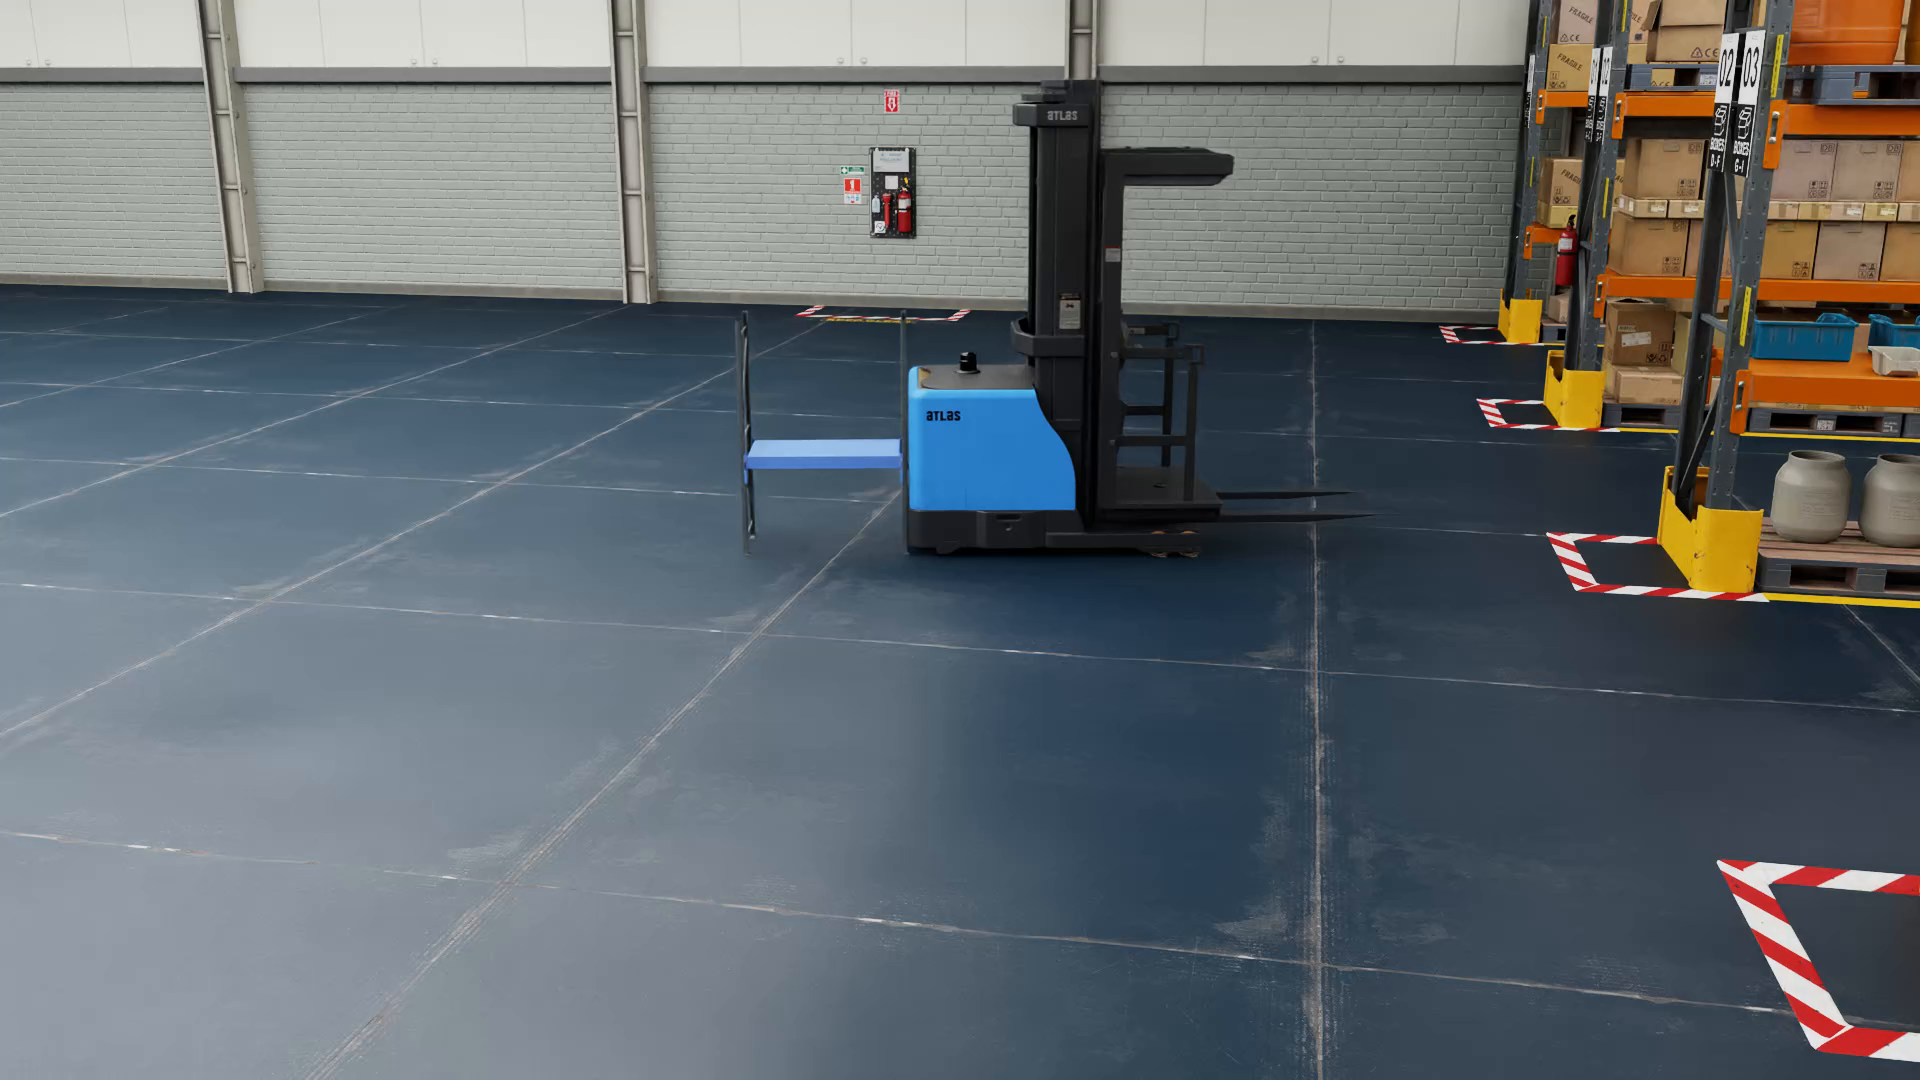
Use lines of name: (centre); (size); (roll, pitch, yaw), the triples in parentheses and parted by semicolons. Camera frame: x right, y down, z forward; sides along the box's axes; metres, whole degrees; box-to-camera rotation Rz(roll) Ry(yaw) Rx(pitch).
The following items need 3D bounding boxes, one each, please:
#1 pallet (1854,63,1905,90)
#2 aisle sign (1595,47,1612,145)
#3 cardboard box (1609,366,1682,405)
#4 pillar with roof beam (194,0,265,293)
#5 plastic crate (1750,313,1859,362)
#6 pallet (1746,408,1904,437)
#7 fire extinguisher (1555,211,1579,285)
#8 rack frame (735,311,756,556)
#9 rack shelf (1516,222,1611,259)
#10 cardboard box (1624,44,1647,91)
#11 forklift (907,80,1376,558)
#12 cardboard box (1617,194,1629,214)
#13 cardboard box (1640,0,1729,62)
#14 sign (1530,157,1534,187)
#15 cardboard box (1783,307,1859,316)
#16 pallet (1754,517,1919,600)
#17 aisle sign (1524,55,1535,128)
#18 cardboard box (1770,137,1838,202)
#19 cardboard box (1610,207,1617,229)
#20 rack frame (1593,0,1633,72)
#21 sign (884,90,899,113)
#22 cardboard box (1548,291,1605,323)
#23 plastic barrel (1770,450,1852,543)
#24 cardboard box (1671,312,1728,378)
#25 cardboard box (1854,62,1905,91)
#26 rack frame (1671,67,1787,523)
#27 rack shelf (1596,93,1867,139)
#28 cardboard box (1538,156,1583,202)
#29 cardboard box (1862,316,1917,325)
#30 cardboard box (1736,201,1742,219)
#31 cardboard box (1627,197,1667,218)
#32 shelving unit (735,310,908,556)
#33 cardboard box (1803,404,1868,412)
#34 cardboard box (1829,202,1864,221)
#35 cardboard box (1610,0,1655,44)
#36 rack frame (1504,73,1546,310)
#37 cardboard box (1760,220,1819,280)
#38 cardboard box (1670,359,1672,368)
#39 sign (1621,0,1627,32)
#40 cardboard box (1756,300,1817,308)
pallet: (7.446, -3.869, 13.886); (1.213, 0.211, 1.003); (3, 16, 11)
aisle sign: (5.434, -3.751, 14.043); (0.004, 0.787, 0.394); (3, 16, 11)
cardboard box: (6.040, -1.365, 14.664); (0.500, 0.250, 0.500); (3, 16, 11)
pillar with roof beam: (-11.096, -6.782, 18.618); (0.400, 9.000, 9.100); (3, 16, 11)
plastic crate: (5.118, -1.259, 10.196); (0.616, 0.251, 0.499); (3, 16, 11)
pallet: (7.509, -1.135, 14.695); (1.213, 0.211, 1.003); (3, 16, 11)
fire extinguisher: (5.536, -2.665, 15.138); (0.183, 0.674, 0.296); (3, 16, 11)
rack frame: (-1.374, -0.686, 10.659); (0.032, 1.500, 0.500); (0, 15, -1)
rack shelf: (8.502, -3.417, 19.057); (4.000, 0.370, 1.077); (3, 16, 11)
cardboard box: (7.340, -5.253, 18.492); (0.500, 0.500, 0.500); (4, 16, 15)
forklift: (1.168, -1.443, 10.711); (3.031, 2.935, 1.130); (0, 15, -1)
cardboard box: (5.972, -2.965, 14.673); (0.250, 0.149, 0.380); (3, 16, 10)
cardboard box: (6.121, -4.308, 14.063); (0.637, 0.503, 0.797); (4, 16, 15)
sign: (6.435, -4.146, 18.717); (0.005, 0.325, 0.100); (3, 16, 11)
cardboard box: (7.617, -1.786, 14.780); (0.500, 0.500, 0.500); (3, 16, 11)
pallet: (5.447, 0.101, 10.230); (1.213, 0.211, 1.003); (3, 16, 11)
aisle sign: (6.412, -5.049, 18.729); (0.004, 0.787, 0.394); (3, 16, 11)
cardboard box: (7.076, -3.164, 14.176); (0.500, 0.500, 0.700); (3, 16, 11)
cardboard box: (7.469, -3.675, 18.883); (0.500, 0.250, 0.500); (3, 16, 9)
rack frame: (5.559, -5.465, 13.866); (0.127, 3.000, 1.000); (3, 16, 11)
sign: (-0.881, -5.664, 21.477); (0.199, 0.298, 0.001); (3, 16, 11)
cardboard box: (7.203, -2.726, 19.428); (0.500, 0.311, 0.500); (1, 16, 5)
plastic barrel: (5.229, -0.267, 10.211); (0.421, 0.512, 0.421); (0, 15, 0)
cardboard box: (6.531, -1.700, 14.470); (0.500, 0.500, 0.500); (3, 16, 11)
cardboard box: (9.916, -5.123, 18.025); (0.500, 0.500, 0.500); (4, 16, 13)
rack frame: (4.568, -1.279, 9.989); (0.127, 3.000, 1.000); (3, 16, 11)
rack shelf: (7.519, -3.567, 13.978); (4.000, 0.370, 1.077); (3, 16, 11)
cardboard box: (7.047, -4.200, 19.373); (0.500, 0.500, 0.500); (3, 16, 10)
cardboard box: (8.003, -1.623, 14.191); (0.500, 0.500, 0.500); (3, 16, 11)
cardboard box: (6.651, -2.817, 14.140); (0.250, 0.149, 0.380); (3, 16, 10)
cardboard box: (5.901, -2.858, 14.288); (0.250, 0.149, 0.380); (3, 16, 11)
shelving unit: (-0.866, -0.689, 10.671); (1.048, 1.500, 0.538); (0, 15, -1)
cardboard box: (7.510, -1.285, 14.375); (0.500, 0.250, 0.500); (3, 16, 11)
cardboard box: (7.407, -2.776, 13.992); (0.250, 0.149, 0.380); (3, 16, 12)
cardboard box: (7.353, -5.732, 18.348); (0.500, 0.500, 0.500); (3, 16, 10)
rack frame: (6.543, -3.870, 19.345); (0.127, 3.000, 1.000); (3, 16, 11)
cardboard box: (7.015, -2.540, 14.354); (0.500, 0.500, 0.700); (3, 16, 11)
cardboard box: (6.636, -1.477, 15.069); (0.500, 0.250, 0.500); (3, 16, 11)
sign: (5.443, -4.334, 13.616); (0.005, 0.325, 0.100); (3, 16, 11)
cardboard box: (9.437, -2.710, 19.014); (0.500, 0.500, 0.500); (2, 16, 7)
